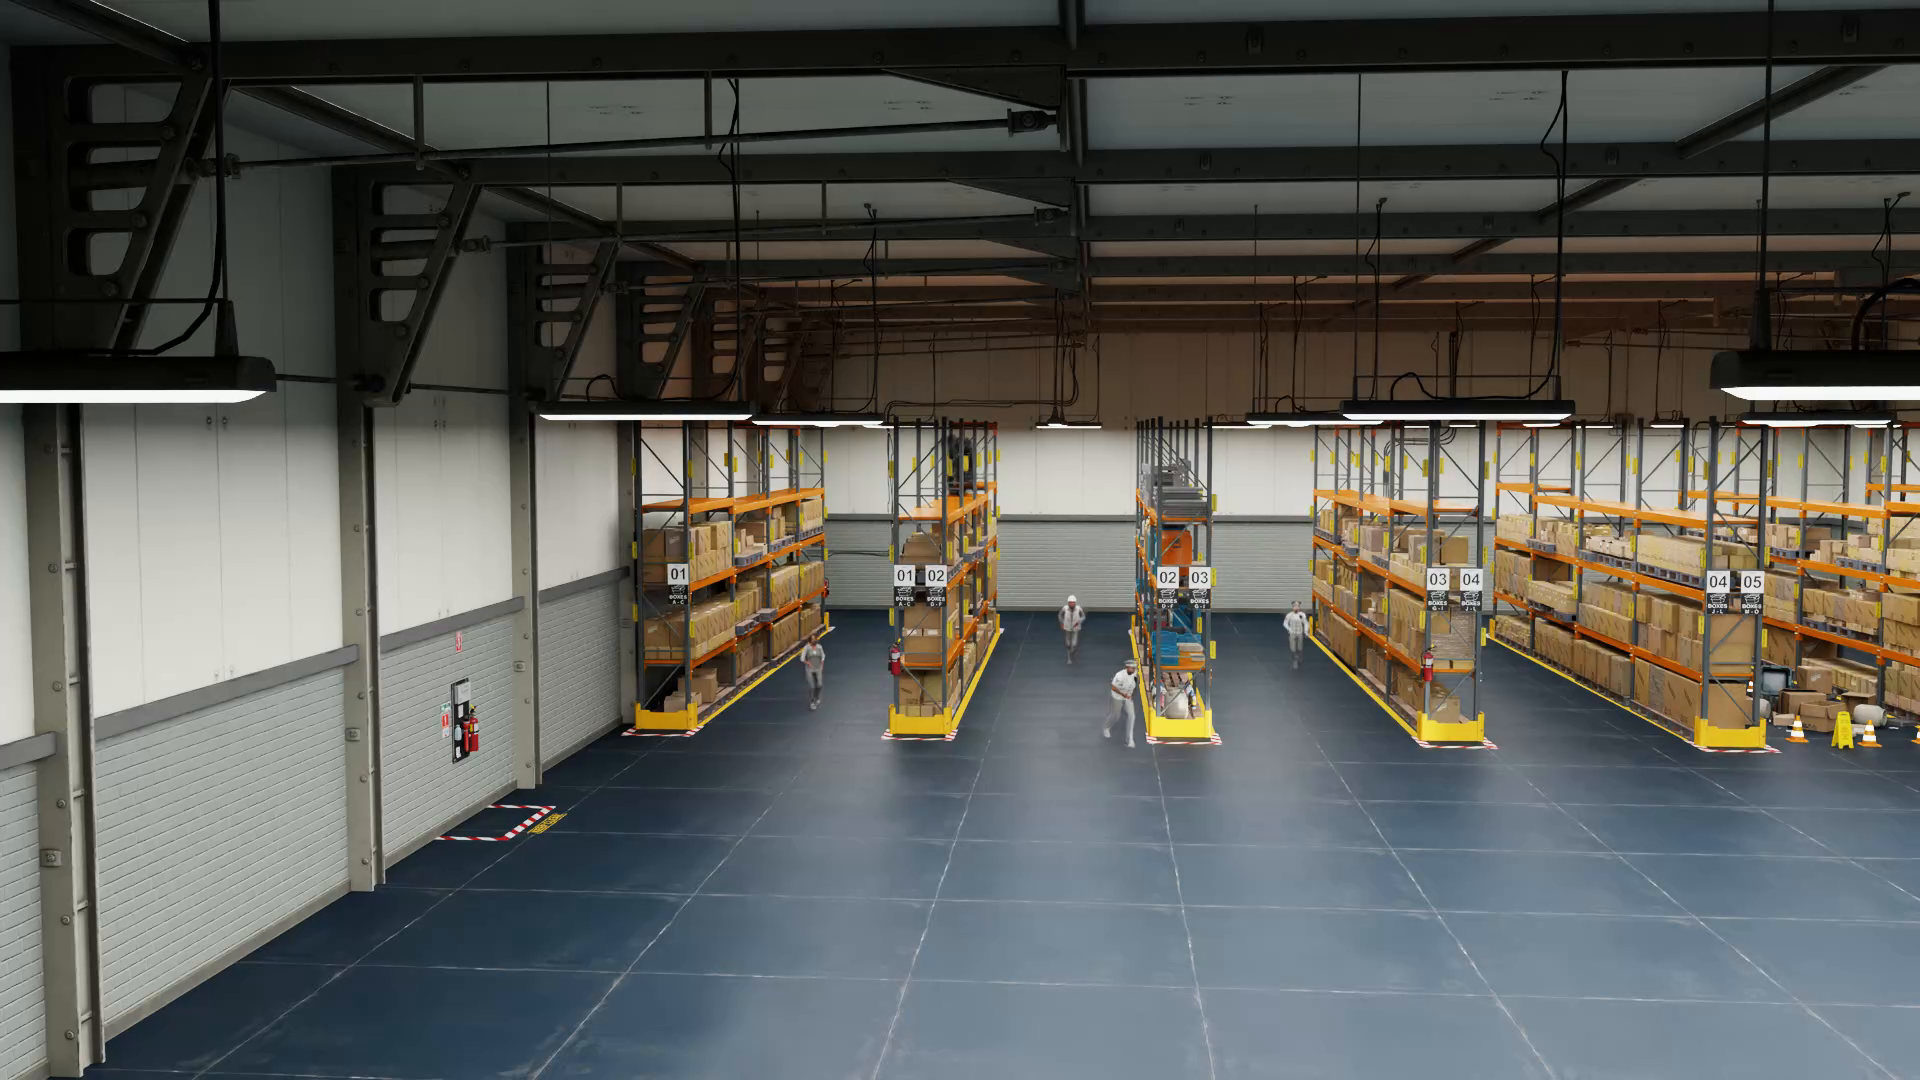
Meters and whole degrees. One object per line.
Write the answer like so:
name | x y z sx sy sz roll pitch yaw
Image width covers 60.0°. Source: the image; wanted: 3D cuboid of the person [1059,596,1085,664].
person | 2.755 2.212 41.042 0.644 1.705 0.739 0 4 2

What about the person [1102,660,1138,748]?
person | 2.937 2.958 30.542 0.615 1.623 0.986 -2 4 -32

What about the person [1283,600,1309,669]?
person | 8.129 2.282 40.215 0.616 1.659 0.554 1 4 11

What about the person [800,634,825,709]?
person | -3.008 2.702 34.164 0.538 1.566 0.576 -1 4 -15
